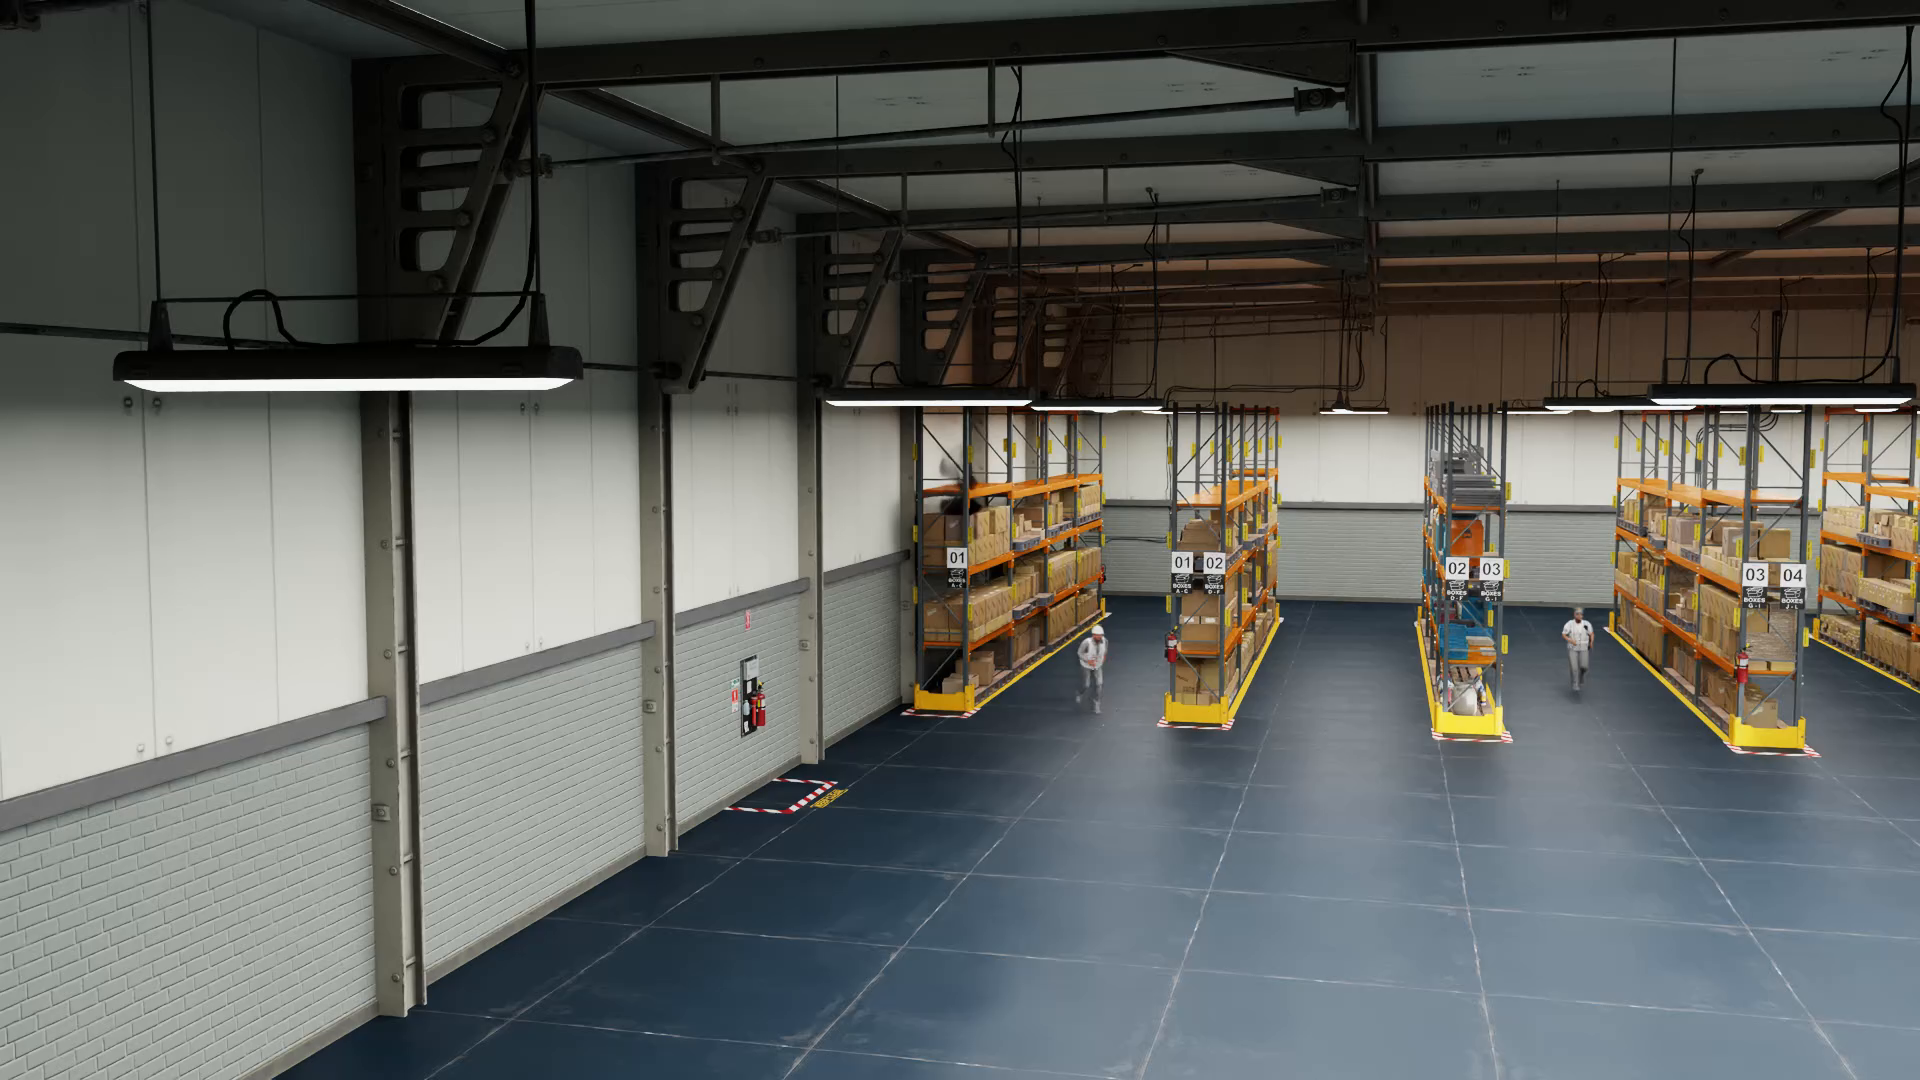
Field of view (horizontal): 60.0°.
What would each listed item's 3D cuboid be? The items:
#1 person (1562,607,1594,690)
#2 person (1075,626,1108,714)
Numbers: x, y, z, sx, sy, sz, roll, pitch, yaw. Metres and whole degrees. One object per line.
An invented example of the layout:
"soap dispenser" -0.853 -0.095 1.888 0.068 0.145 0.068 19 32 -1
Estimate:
"person" 12.983 2.281 34.884 0.659 1.743 0.566 1 4 12
"person" 2.543 2.494 32.520 0.697 1.731 1.046 -2 5 -25
